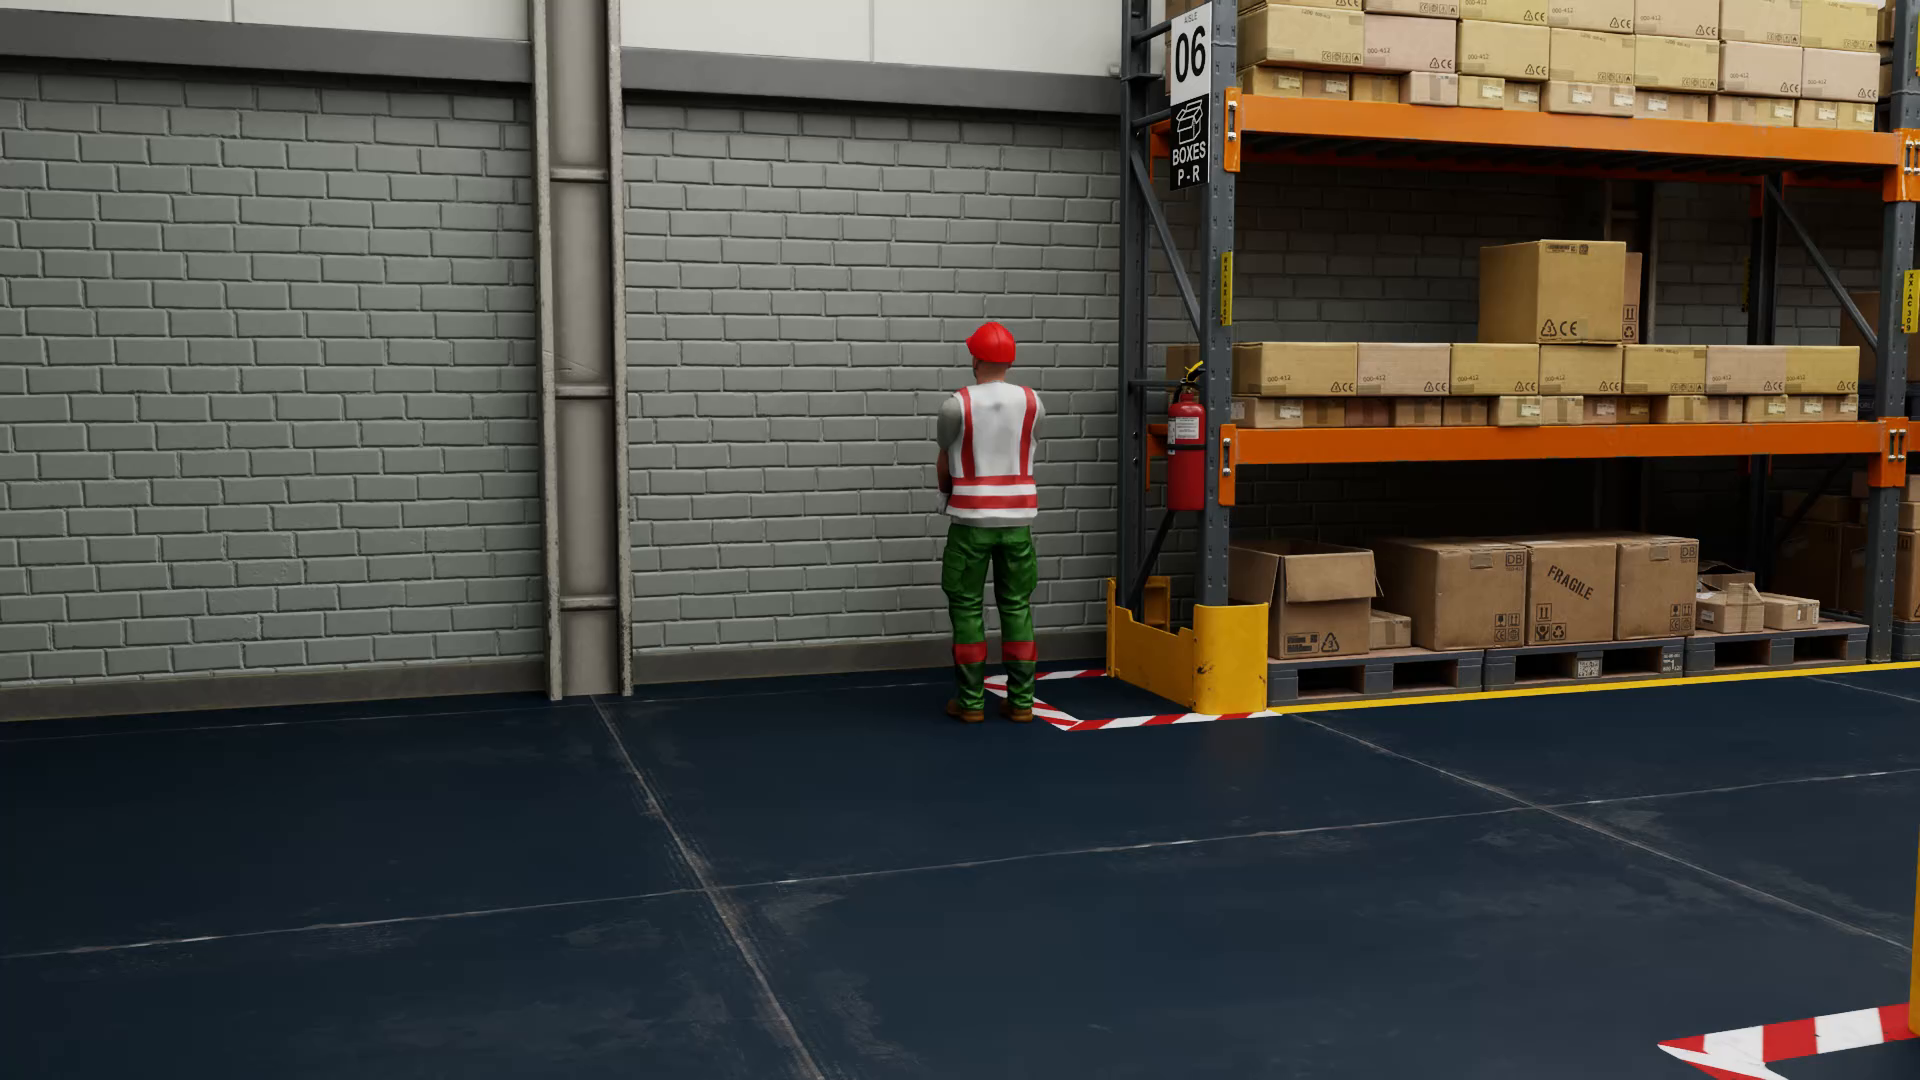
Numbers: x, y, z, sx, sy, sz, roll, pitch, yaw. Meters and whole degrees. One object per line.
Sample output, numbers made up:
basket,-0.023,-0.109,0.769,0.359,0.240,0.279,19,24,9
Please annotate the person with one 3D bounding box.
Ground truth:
person,0.104,-0.081,7.499,0.494,1.782,0.564,-2,6,-16
